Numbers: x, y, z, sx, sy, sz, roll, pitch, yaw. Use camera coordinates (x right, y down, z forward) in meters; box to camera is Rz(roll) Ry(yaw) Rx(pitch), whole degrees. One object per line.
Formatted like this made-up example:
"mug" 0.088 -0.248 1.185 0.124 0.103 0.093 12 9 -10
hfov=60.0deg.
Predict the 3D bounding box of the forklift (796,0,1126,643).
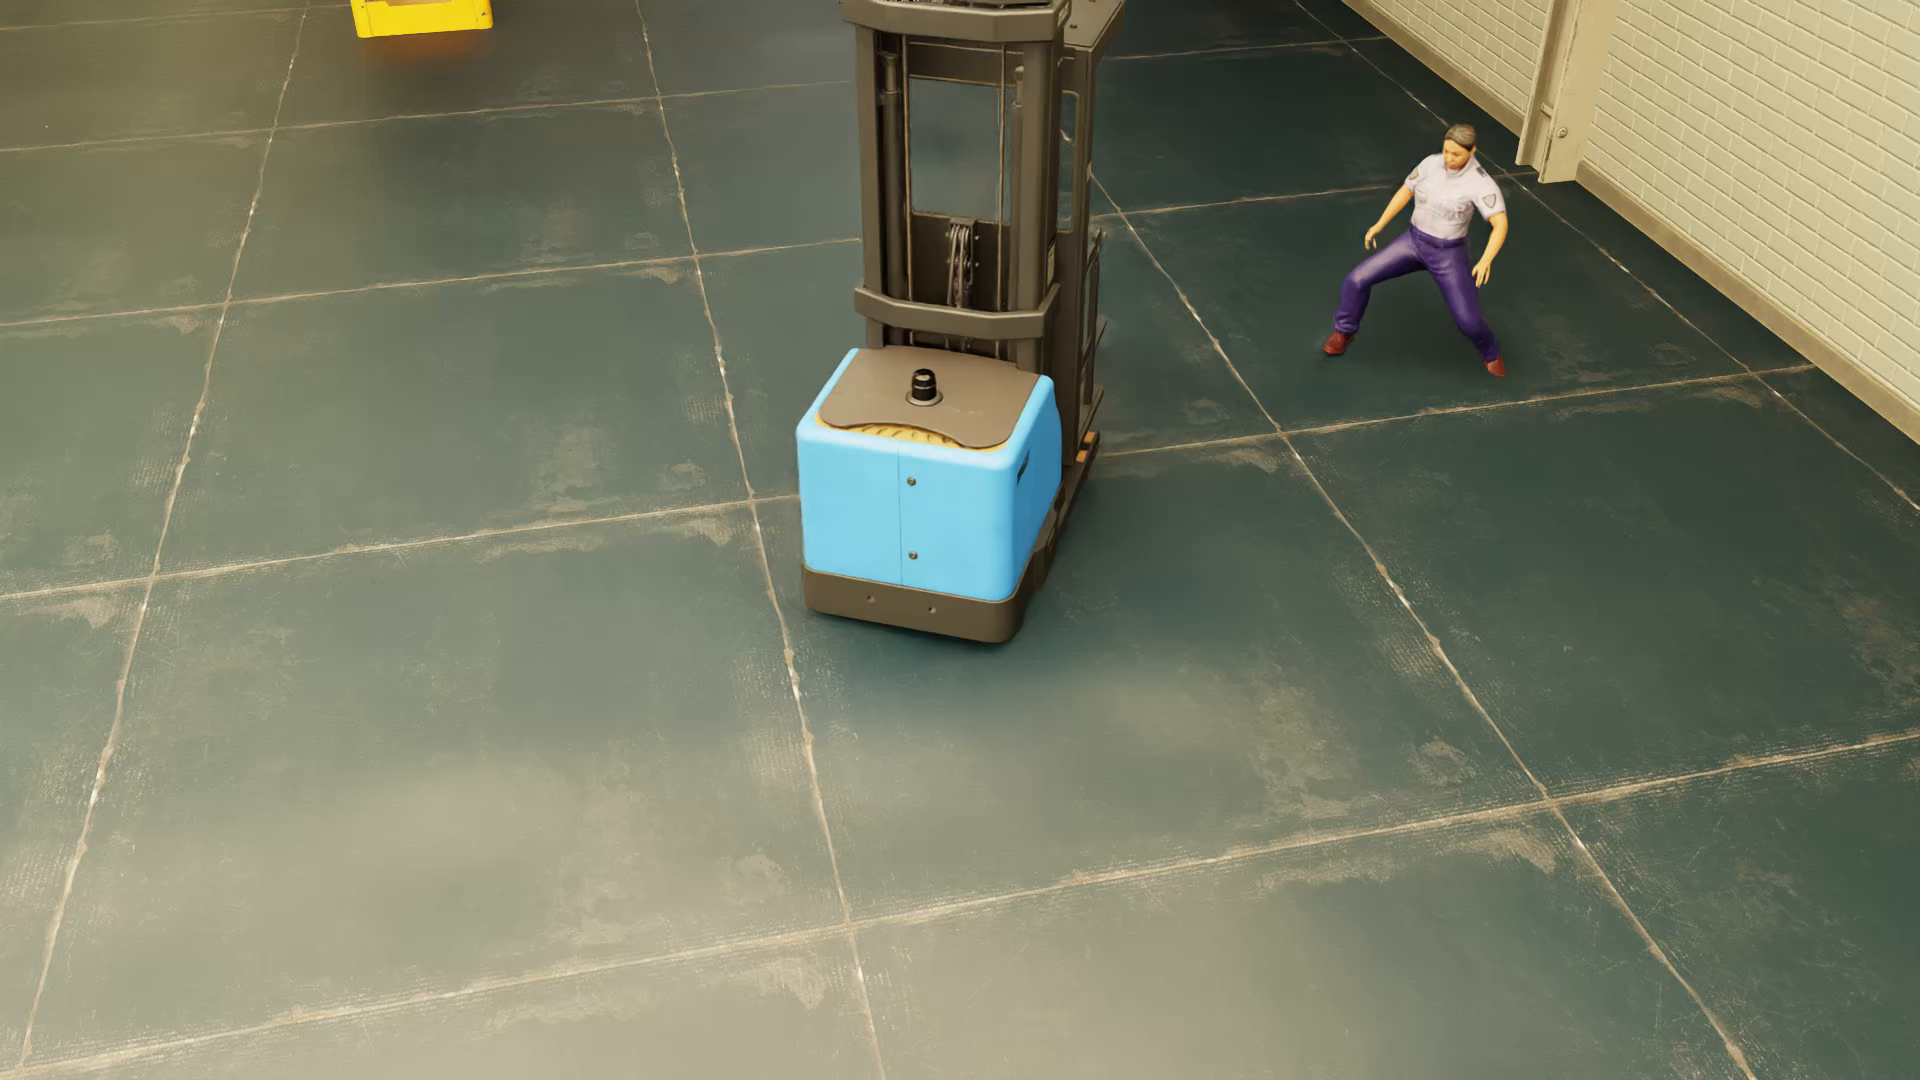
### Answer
"forklift" 0.143 -1.569 8.231 1.130 2.935 3.031 9 37 13

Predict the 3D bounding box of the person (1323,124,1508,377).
"person" 2.760 -1.666 9.640 0.818 1.525 0.939 -27 44 -32
